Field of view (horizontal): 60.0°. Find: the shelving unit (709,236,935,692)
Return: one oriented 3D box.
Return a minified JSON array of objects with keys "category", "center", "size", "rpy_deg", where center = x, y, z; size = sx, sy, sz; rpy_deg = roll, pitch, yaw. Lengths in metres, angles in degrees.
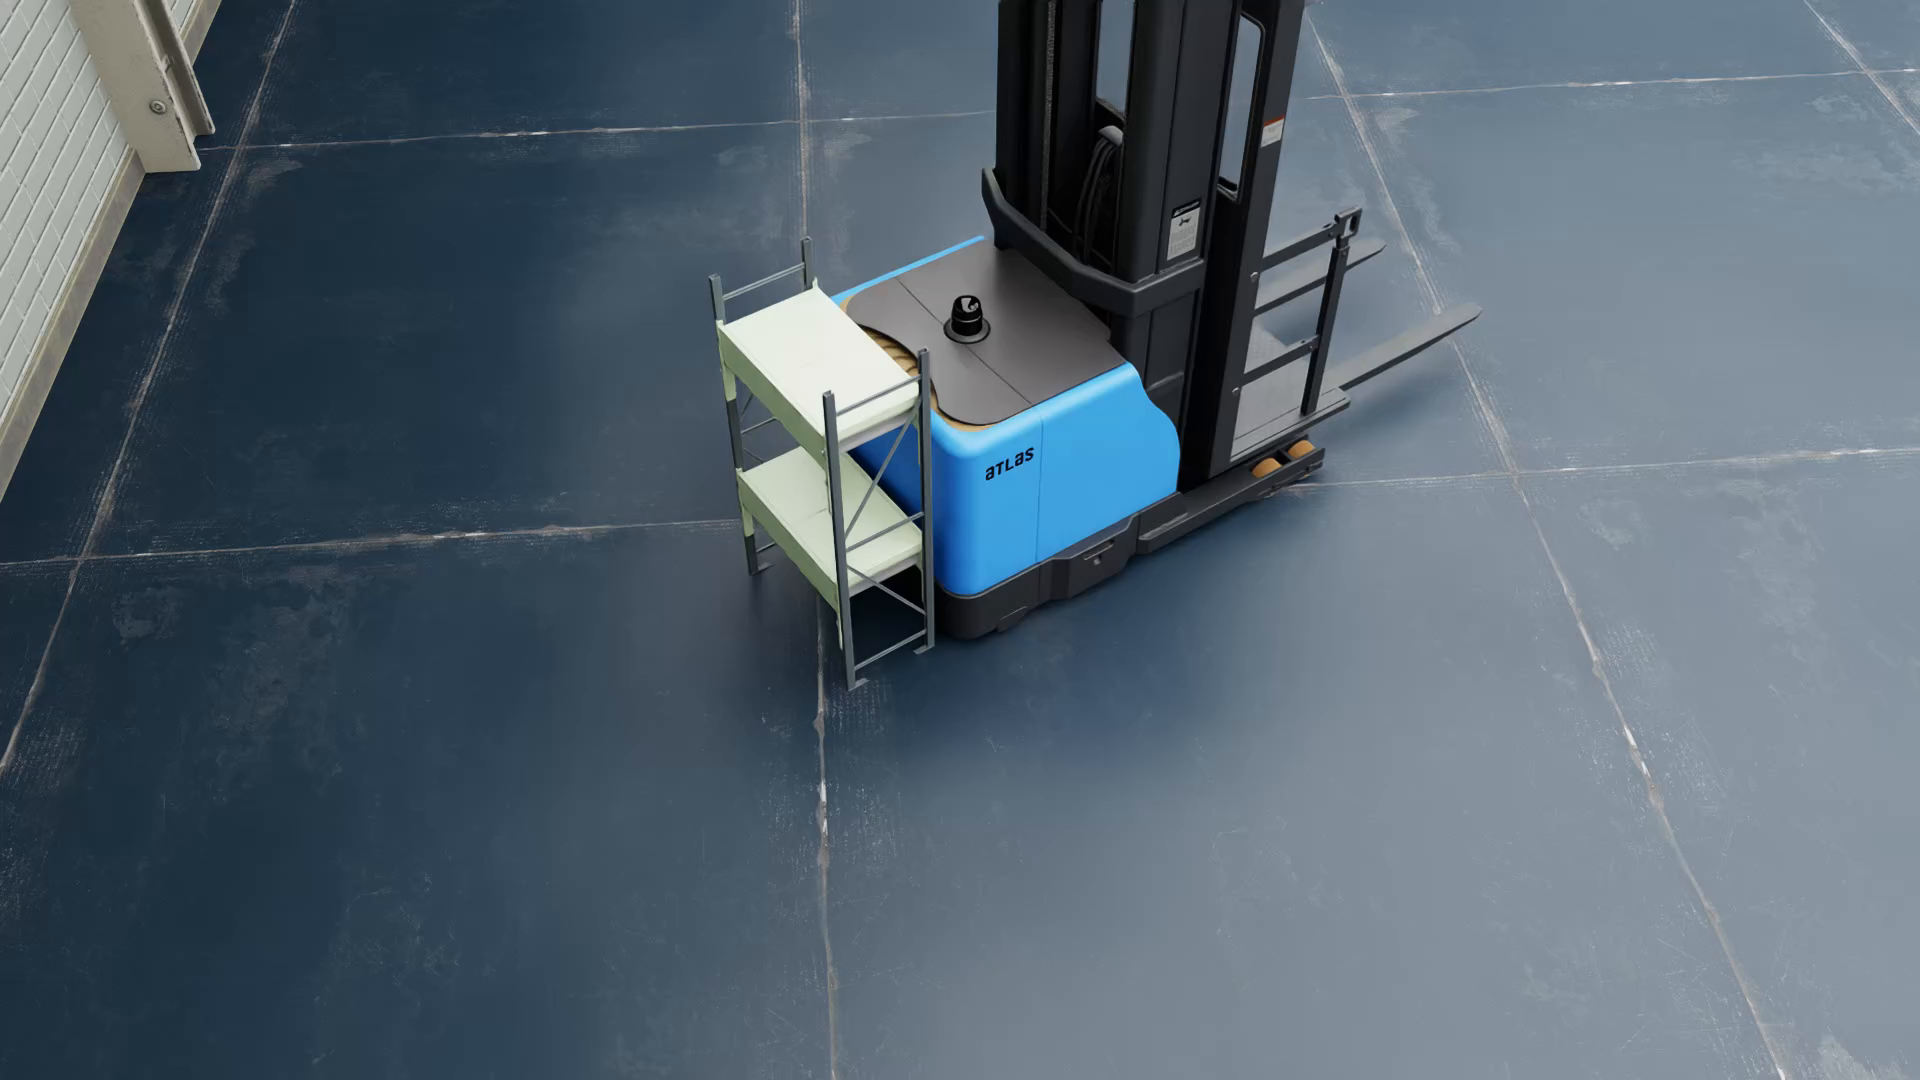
[{"category":"shelving unit","center":[-0.478,-0.243,6.083],"size":[0.431,1.500,0.755],"rpy_deg":[-27,52,-23]}]

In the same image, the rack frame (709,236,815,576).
[{"category":"rack frame","center":[-0.689,-0.460,6.289],"size":[0.400,1.500,0.023],"rpy_deg":[-27,52,-23]}]

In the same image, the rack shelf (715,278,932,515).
[{"category":"rack shelf","center":[-0.478,-0.511,5.800],"size":[0.431,0.370,0.720],"rpy_deg":[-27,52,-23]}]

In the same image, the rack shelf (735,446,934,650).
[{"category":"rack shelf","center":[-0.478,-0.018,6.320],"size":[0.431,0.370,0.720],"rpy_deg":[-27,52,-23]}]

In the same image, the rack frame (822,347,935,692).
[{"category":"rack frame","center":[-0.268,-0.025,5.877],"size":[0.400,1.500,0.023],"rpy_deg":[-27,52,-23]}]

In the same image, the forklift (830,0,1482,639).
[{"category":"forklift","center":[0.945,-1.480,6.269],"size":[3.031,2.935,1.130],"rpy_deg":[-27,52,-23]}]

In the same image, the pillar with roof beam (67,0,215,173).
[{"category":"pillar with roof beam","center":[0.125,-5.431,5.833],"size":[9.100,9.000,0.400],"rpy_deg":[-3,47,-3]}]
